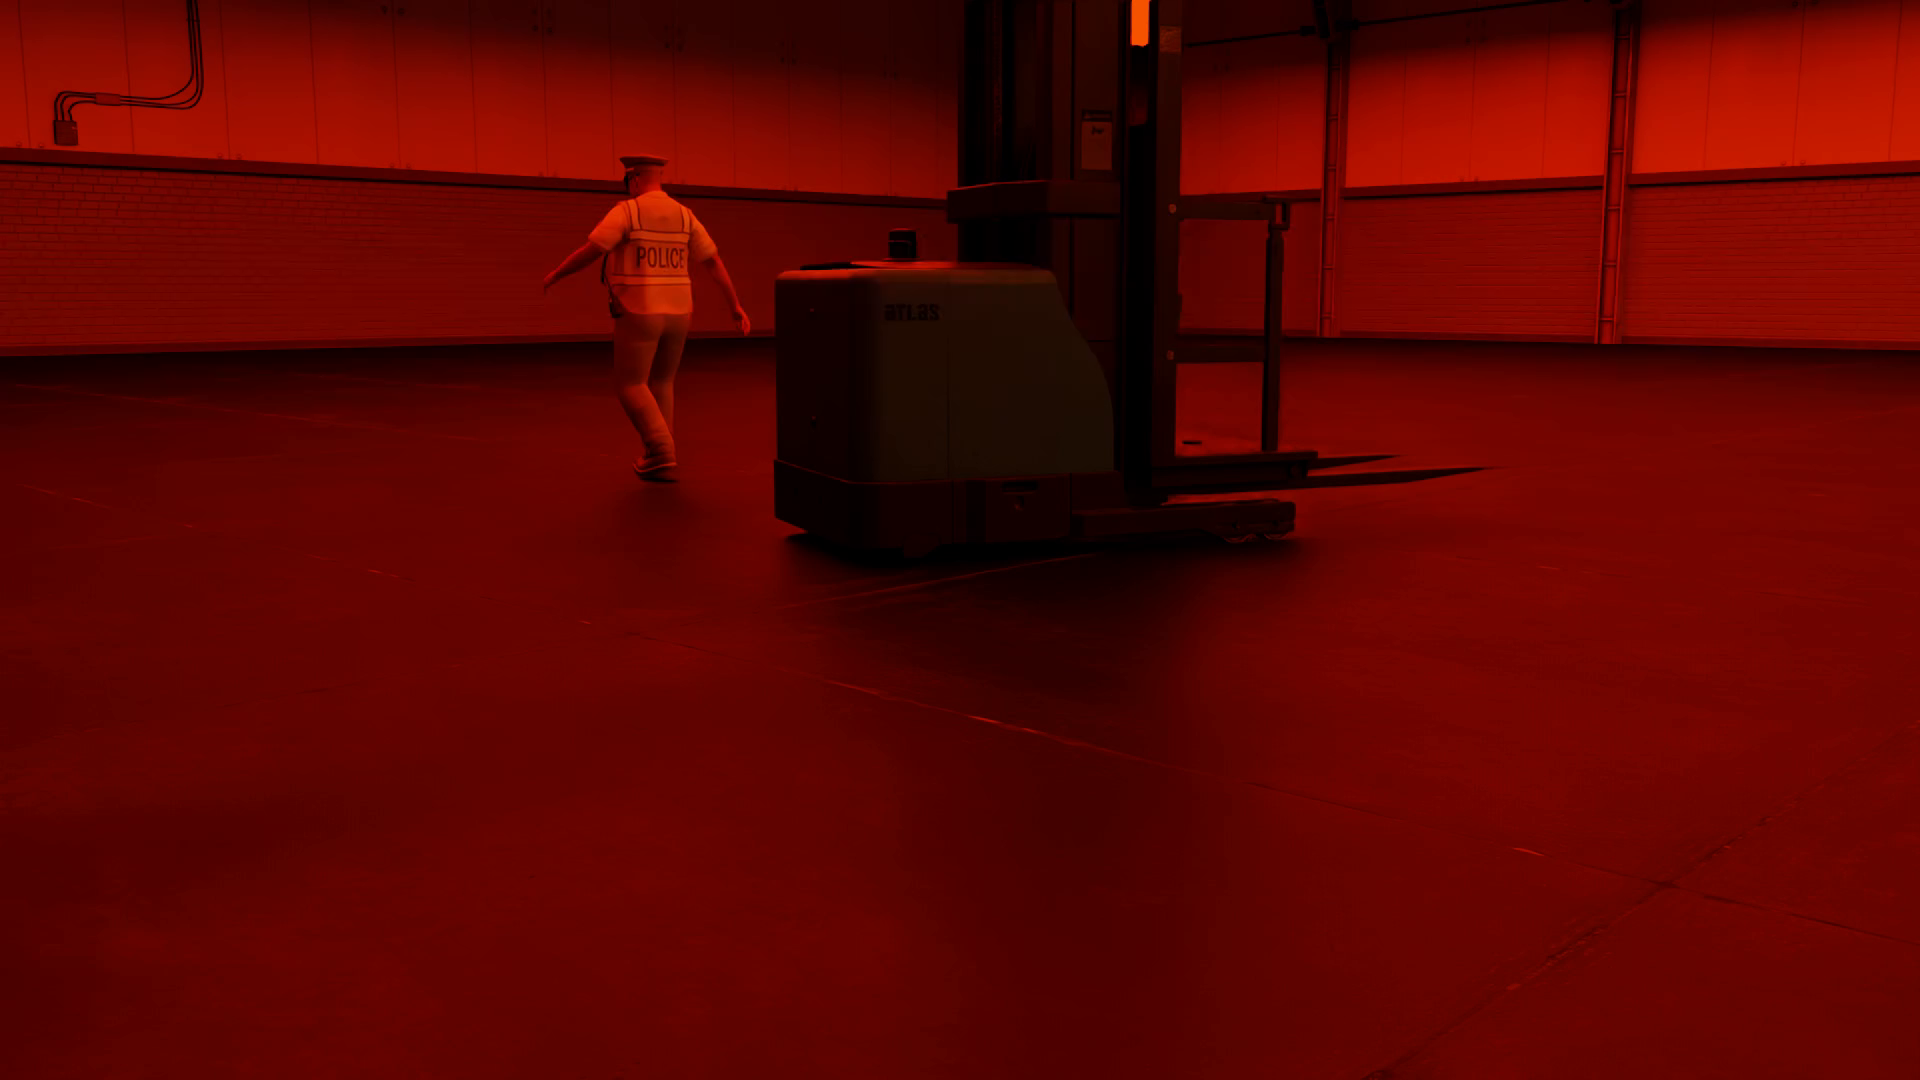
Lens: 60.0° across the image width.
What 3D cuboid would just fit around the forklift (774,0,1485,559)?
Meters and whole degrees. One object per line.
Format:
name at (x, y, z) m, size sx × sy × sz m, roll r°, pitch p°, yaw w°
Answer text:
forklift at (0.799, -1.502, 6.846) m, size 3.031 × 2.935 × 1.130 m, roll -4°, pitch 9°, yaw -23°

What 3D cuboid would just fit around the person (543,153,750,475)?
person at (-1.664, -1.207, 9.003) m, size 0.967 × 1.728 × 0.769 m, roll -7°, pitch 11°, yaw -40°
